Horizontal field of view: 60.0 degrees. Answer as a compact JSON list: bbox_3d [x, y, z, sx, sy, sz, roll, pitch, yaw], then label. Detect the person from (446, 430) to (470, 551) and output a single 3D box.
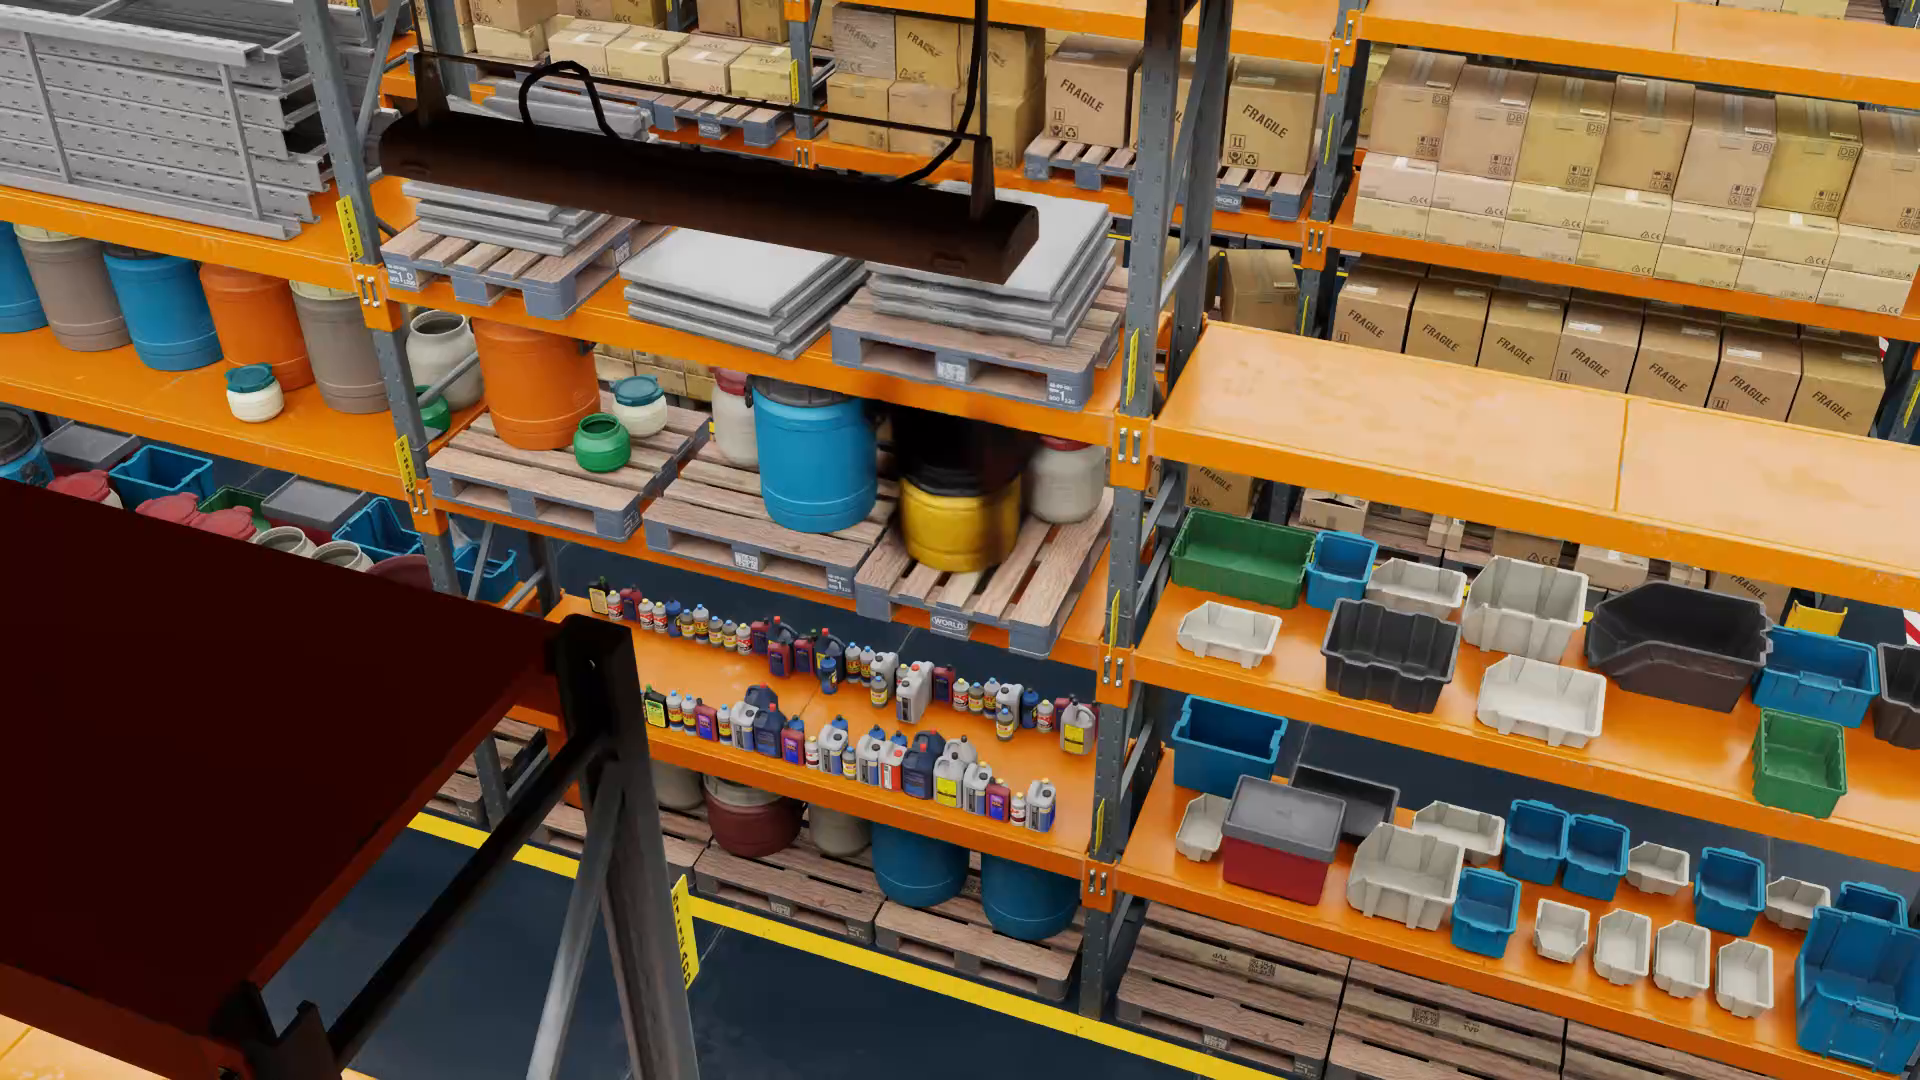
[{"bbox_3d":[-3.967,-0.410,12.526,0.624,1.660,0.593,10,38,14],"label":"person"}]
